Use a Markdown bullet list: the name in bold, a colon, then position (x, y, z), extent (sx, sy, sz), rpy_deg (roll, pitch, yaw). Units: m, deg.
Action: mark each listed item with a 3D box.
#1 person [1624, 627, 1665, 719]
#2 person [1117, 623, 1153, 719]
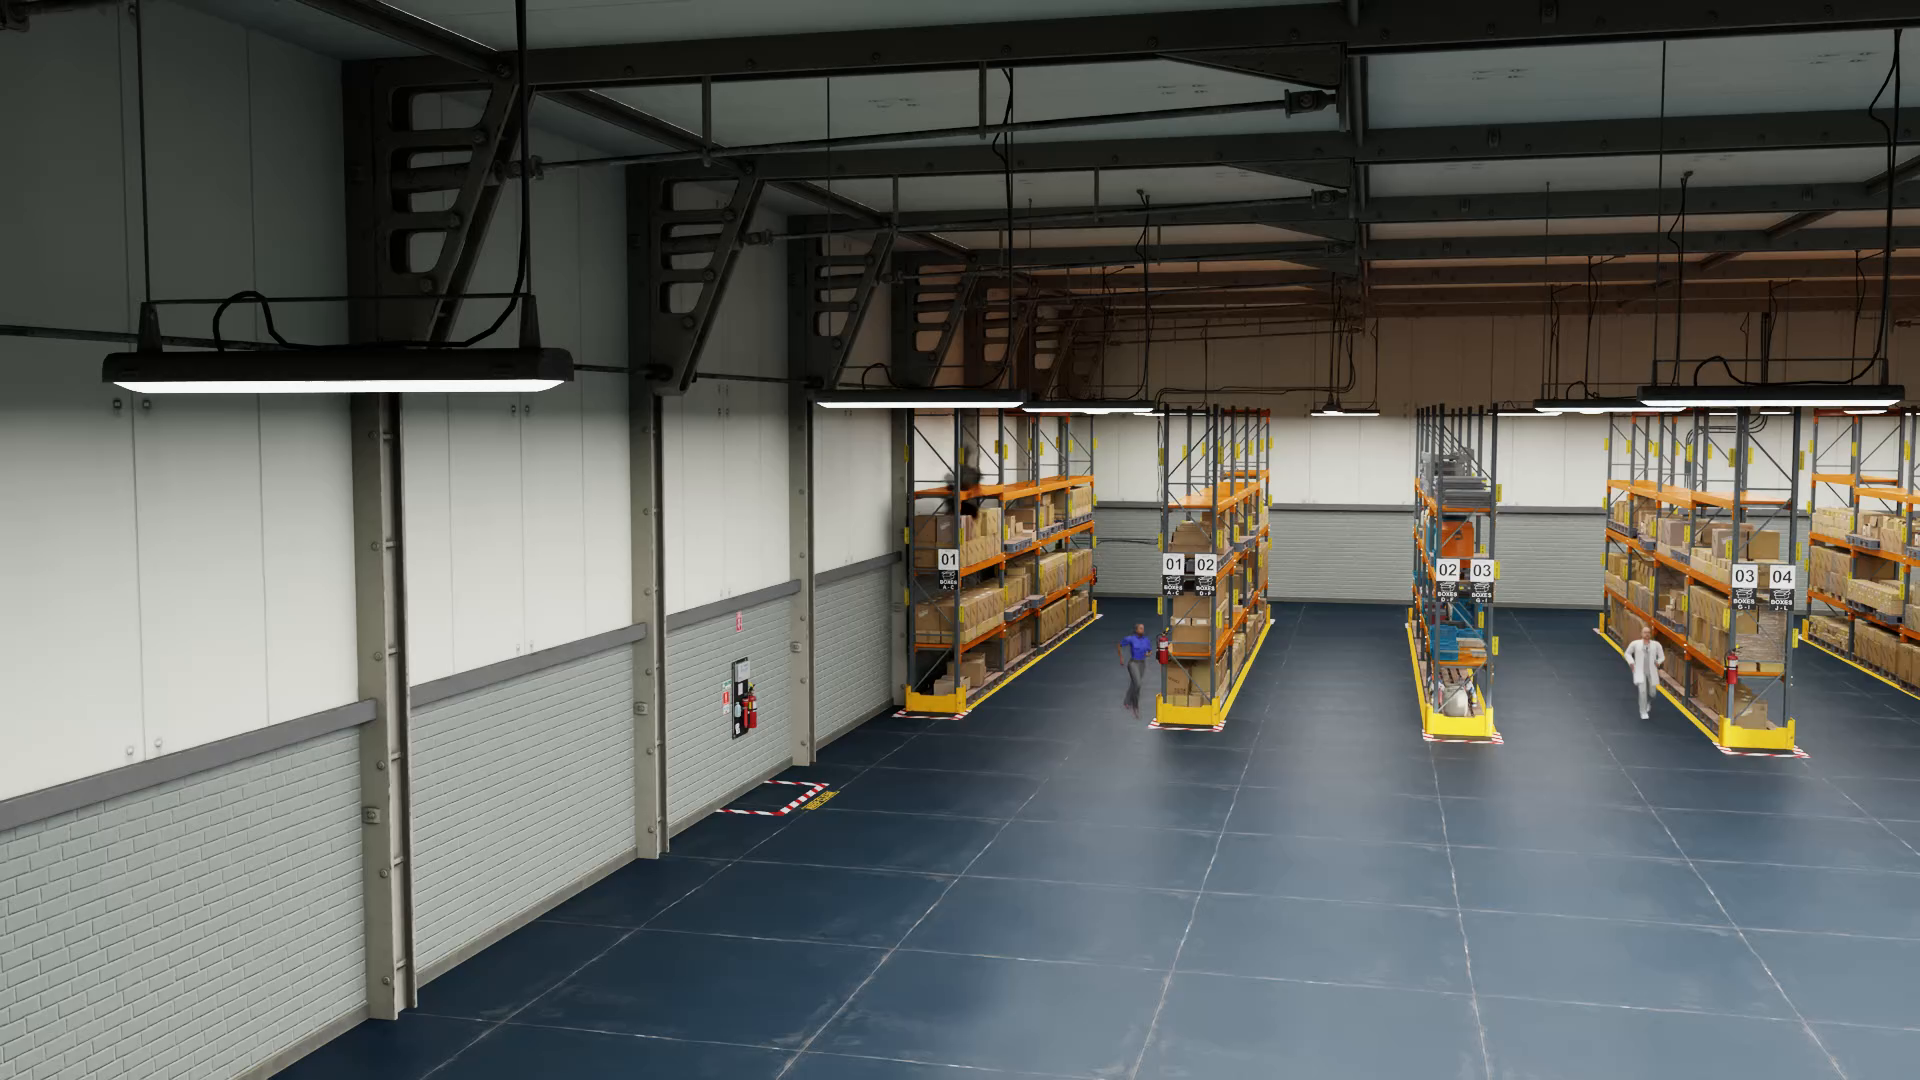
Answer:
- **person**: position (13.116, 2.534, 31.862), extent (0.716, 1.736, 0.835), rpy_deg (1, 4, 13)
- **person**: position (3.262, 2.396, 30.787), extent (0.600, 1.730, 0.632), rpy_deg (-3, 5, -32)
